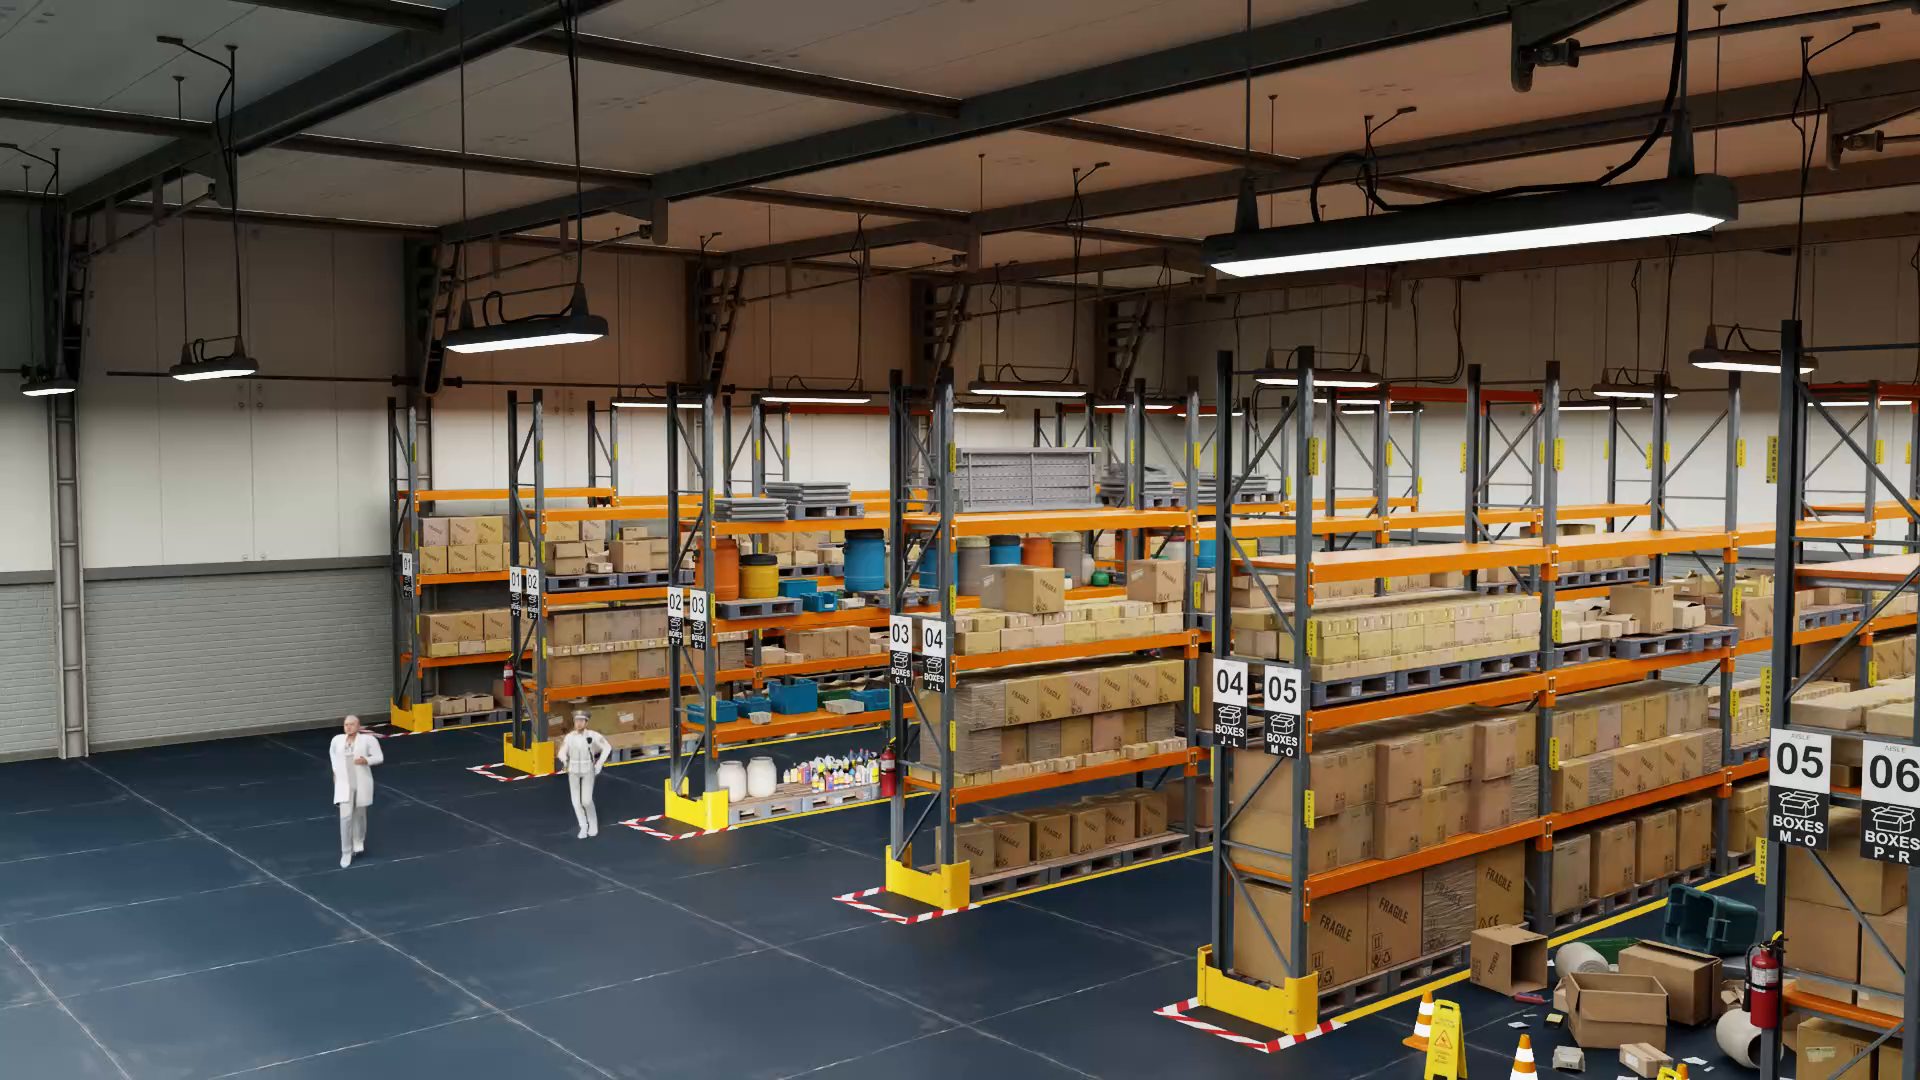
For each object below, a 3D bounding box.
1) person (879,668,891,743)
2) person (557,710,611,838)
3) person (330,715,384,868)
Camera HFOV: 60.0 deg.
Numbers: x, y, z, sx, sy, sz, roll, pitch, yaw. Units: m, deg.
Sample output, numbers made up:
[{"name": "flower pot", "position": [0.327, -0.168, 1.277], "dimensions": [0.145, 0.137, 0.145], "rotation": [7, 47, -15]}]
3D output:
[{"name": "person", "position": [-1.126, 2.690, 28.090], "dimensions": [0.546, 1.635, 0.628], "rotation": [3, 4, 41]}, {"name": "person", "position": [-4.942, 3.067, 21.724], "dimensions": [0.664, 1.691, 0.564], "rotation": [0, 3, 2]}, {"name": "person", "position": [-7.489, 3.084, 20.619], "dimensions": [0.656, 1.854, 0.864], "rotation": [-1, 3, -13]}]
